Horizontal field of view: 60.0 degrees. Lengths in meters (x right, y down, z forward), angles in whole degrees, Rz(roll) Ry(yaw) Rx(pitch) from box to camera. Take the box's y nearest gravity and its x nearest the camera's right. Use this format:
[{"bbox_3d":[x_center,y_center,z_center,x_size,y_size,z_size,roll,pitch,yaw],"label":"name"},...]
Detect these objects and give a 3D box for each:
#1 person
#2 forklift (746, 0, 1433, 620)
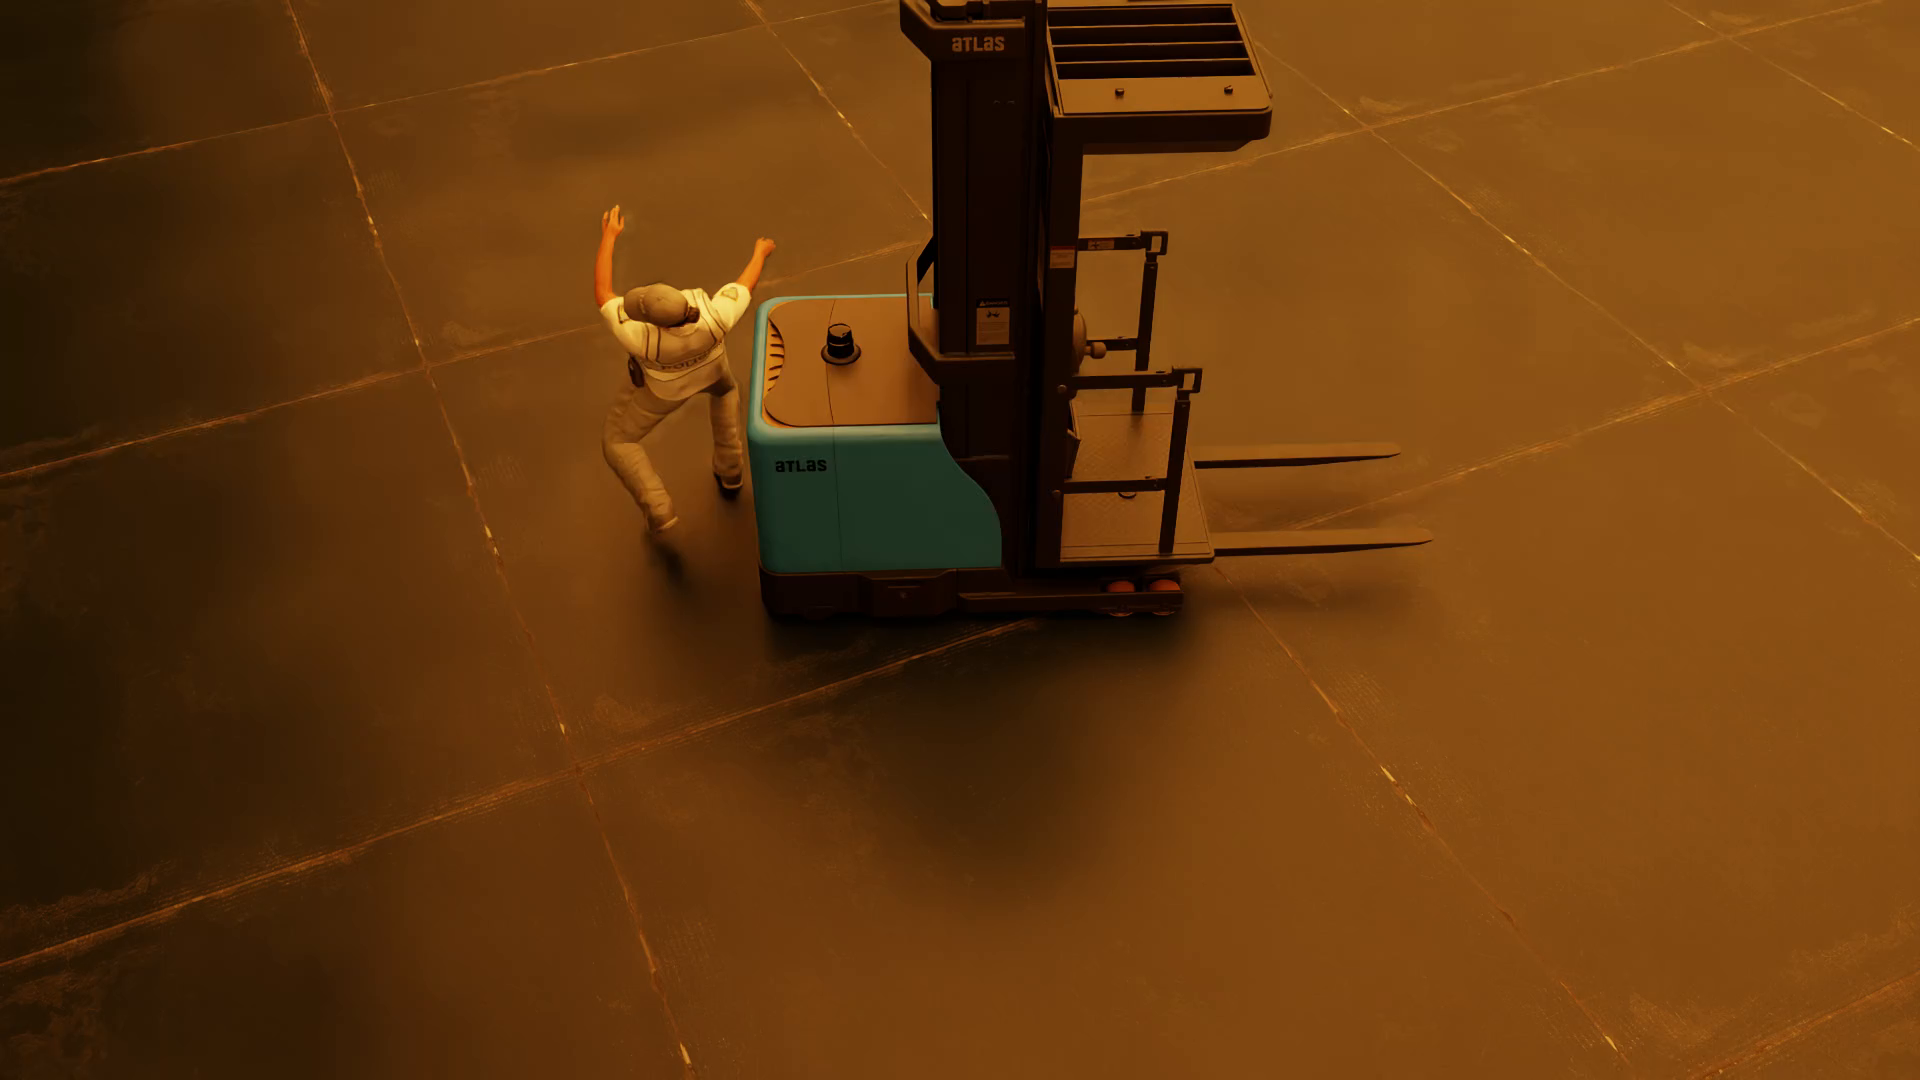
[{"bbox_3d":[-1.166,-0.821,7.598,1.031,1.470,0.655,-30,51,-28],"label":"person"},{"bbox_3d":[0.610,-1.090,6.848,3.031,2.935,1.130,-2,43,-2],"label":"forklift"}]
